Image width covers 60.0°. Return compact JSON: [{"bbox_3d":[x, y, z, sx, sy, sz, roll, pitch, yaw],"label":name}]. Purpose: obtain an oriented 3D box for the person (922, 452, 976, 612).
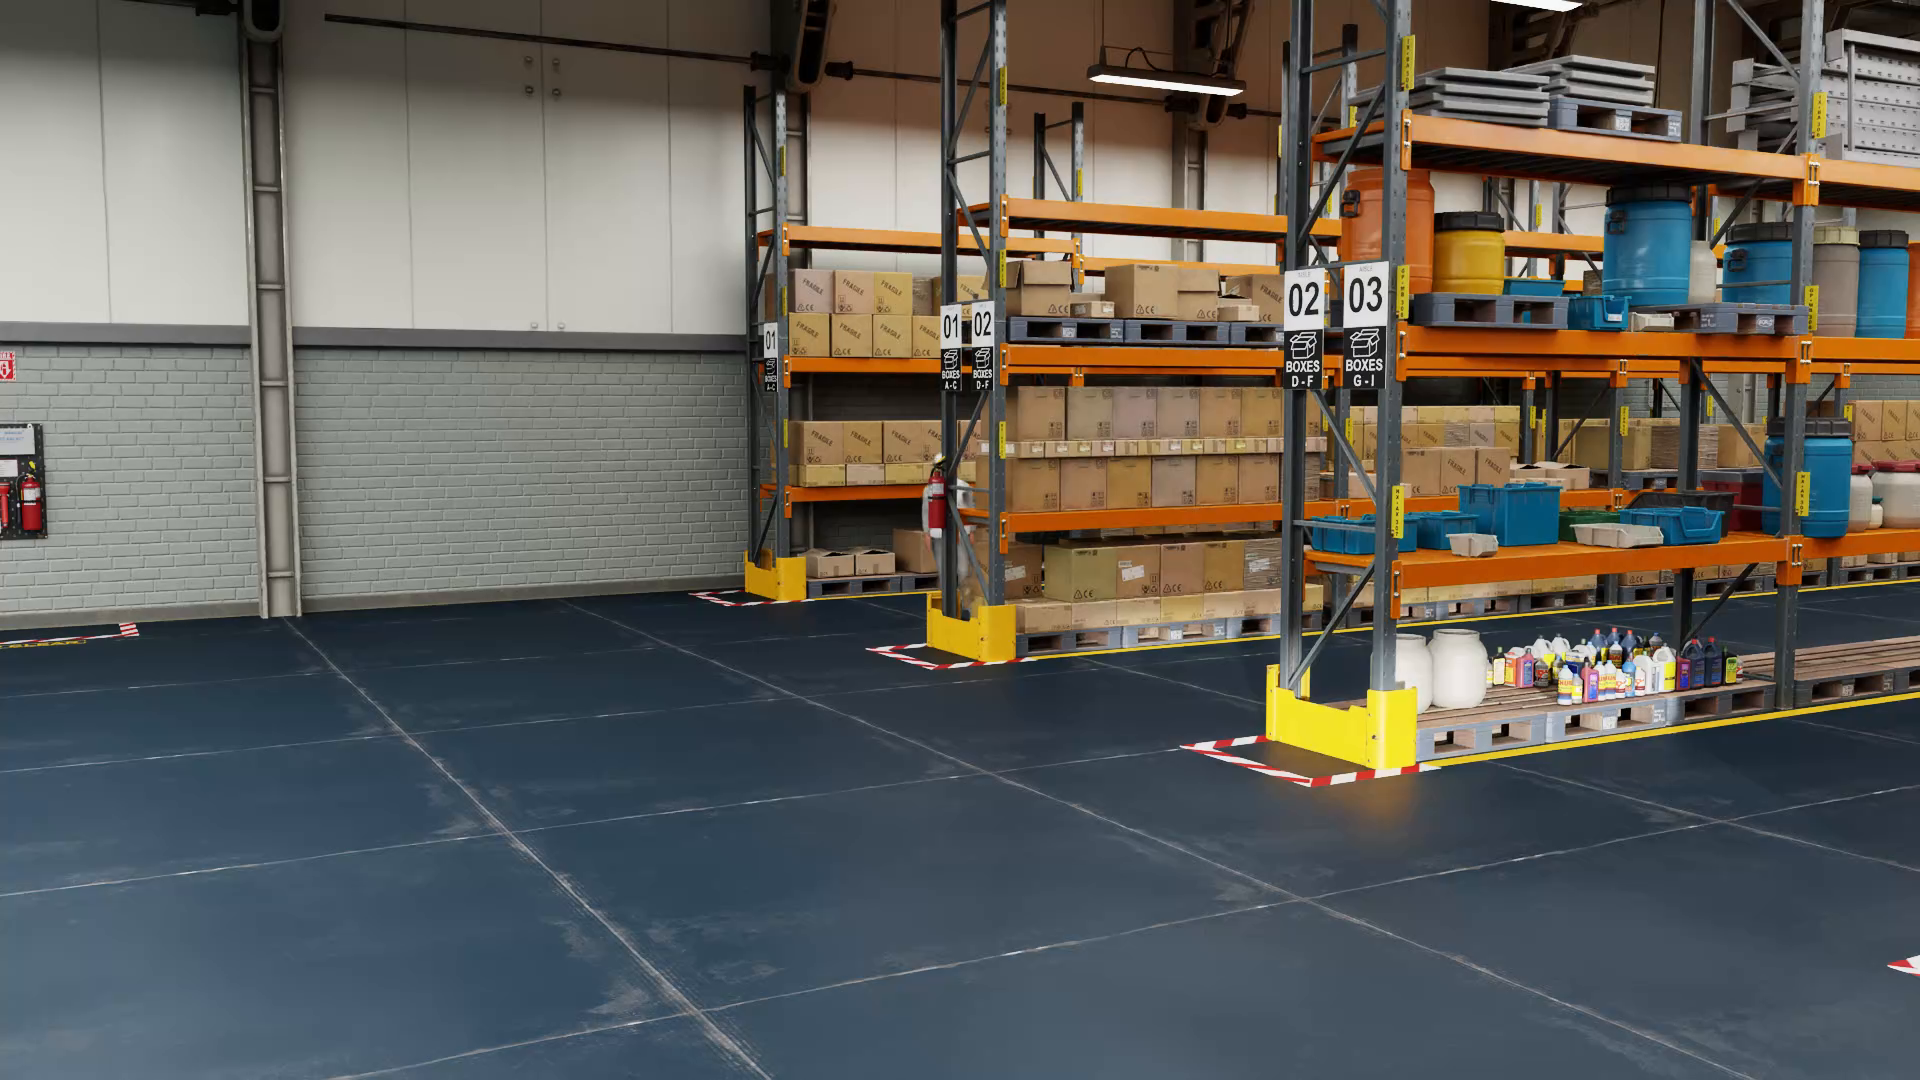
[{"bbox_3d":[-0.088,-0.041,17.478,0.628,1.772,0.431,1,5,11],"label":"person"}]
